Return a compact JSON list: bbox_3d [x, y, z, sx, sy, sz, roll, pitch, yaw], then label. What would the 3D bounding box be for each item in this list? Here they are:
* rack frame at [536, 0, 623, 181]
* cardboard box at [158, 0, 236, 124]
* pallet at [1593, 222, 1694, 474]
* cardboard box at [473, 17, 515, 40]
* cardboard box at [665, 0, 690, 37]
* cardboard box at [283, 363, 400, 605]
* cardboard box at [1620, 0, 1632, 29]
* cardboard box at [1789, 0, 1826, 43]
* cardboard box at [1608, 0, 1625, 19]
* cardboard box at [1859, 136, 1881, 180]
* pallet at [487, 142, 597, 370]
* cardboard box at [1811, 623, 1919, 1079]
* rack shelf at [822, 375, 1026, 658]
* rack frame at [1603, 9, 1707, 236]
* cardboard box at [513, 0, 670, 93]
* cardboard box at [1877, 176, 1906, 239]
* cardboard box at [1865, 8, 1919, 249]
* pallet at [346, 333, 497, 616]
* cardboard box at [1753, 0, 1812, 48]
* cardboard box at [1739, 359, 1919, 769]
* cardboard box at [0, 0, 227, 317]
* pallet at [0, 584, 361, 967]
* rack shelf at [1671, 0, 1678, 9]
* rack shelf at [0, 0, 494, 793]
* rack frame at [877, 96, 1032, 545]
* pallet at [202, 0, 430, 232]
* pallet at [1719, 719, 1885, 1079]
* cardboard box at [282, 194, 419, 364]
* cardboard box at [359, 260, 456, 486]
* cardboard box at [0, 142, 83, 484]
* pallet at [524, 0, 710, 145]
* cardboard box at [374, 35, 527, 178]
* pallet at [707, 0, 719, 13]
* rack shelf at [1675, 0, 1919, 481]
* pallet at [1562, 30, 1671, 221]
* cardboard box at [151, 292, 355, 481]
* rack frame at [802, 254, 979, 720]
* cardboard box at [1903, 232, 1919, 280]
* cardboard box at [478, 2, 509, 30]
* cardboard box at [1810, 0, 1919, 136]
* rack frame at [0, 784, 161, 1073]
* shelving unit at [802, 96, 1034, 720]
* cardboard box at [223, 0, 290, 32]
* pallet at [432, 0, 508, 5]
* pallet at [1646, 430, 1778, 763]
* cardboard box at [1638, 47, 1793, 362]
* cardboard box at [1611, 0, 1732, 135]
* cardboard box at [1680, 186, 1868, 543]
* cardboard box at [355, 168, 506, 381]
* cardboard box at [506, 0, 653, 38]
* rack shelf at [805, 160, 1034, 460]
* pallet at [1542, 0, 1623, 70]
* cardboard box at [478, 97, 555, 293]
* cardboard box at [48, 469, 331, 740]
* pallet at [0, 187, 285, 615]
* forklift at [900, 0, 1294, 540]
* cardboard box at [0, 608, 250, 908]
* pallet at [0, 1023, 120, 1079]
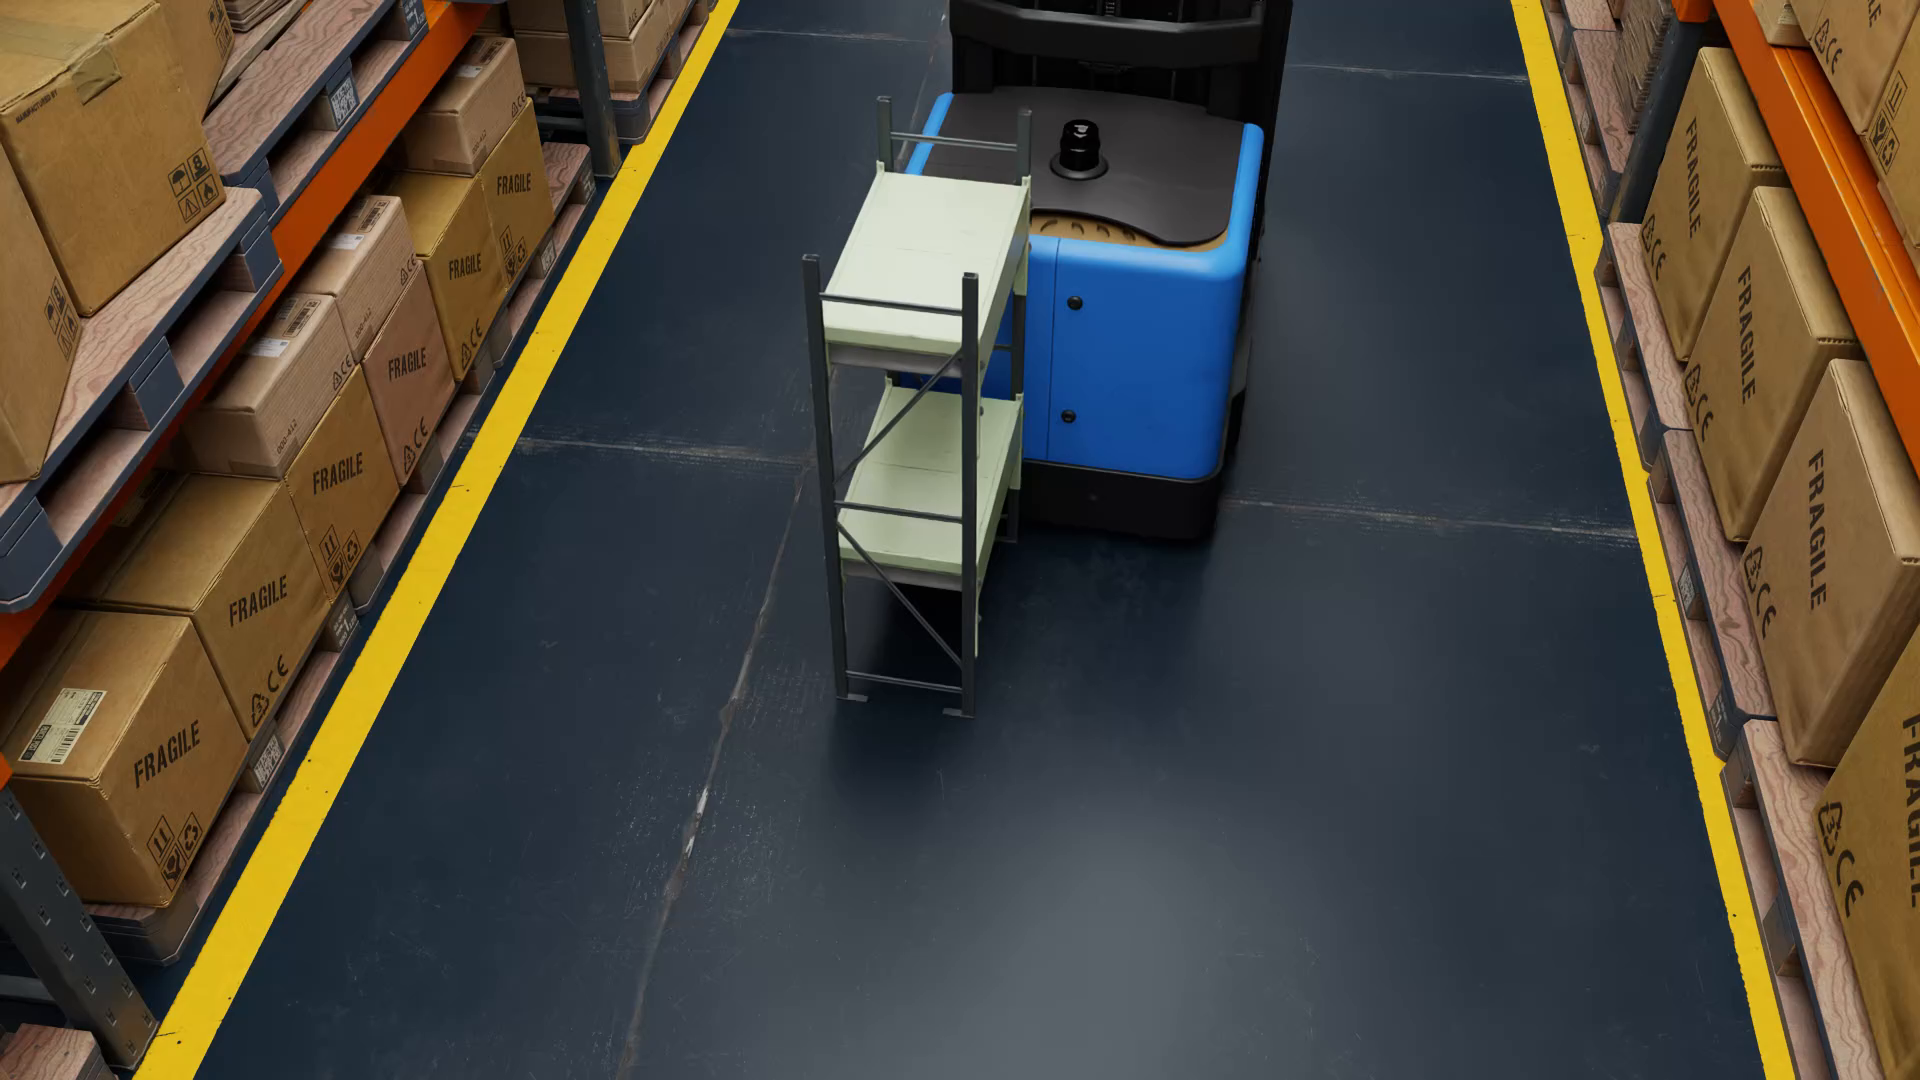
[{"bbox_3d":[-1.903,-2.647,5.864,1.000,3.000,0.127,5,44,6],"label":"rack frame"},{"bbox_3d":[-2.259,-1.319,4.084,0.700,0.500,0.500,-5,44,-5],"label":"cardboard box"},{"bbox_3d":[2.829,-0.656,5.790,1.003,0.211,1.213,5,44,6],"label":"pallet"},{"bbox_3d":[-2.075,-2.182,7.067,0.500,0.250,0.500,6,44,7],"label":"cardboard box"},{"bbox_3d":[-1.477,-2.474,7.376,0.500,0.250,0.500,4,44,4],"label":"cardboard box"},{"bbox_3d":[-1.993,-0.185,4.762,0.500,0.500,0.500,6,44,6],"label":"cardboard box"},{"bbox_3d":[3.235,-2.287,6.982,0.700,0.500,0.500,5,44,5],"label":"cardboard box"},{"bbox_3d":[2.612,-1.687,4.546,0.500,0.500,0.500,7,44,7],"label":"cardboard box"},{"bbox_3d":[3.272,-2.628,7.342,0.700,0.500,0.500,5,44,5],"label":"cardboard box"},{"bbox_3d":[2.592,-1.033,4.327,0.380,0.149,0.250,6,44,6],"label":"cardboard box"},{"bbox_3d":[-2.039,-1.129,6.289,1.003,0.211,1.213,5,44,6],"label":"pallet"},{"bbox_3d":[2.436,0.700,3.587,0.750,0.750,0.750,6,44,6],"label":"cardboard box"},{"bbox_3d":[-0.086,-0.079,4.716,0.431,0.370,0.720,8,44,8],"label":"rack shelf"},{"bbox_3d":[3.008,-2.199,5.391,1.000,3.000,0.127,5,44,6],"label":"rack frame"},{"bbox_3d":[-1.542,-2.131,7.014,0.500,0.250,0.500,5,44,5],"label":"cardboard box"},{"bbox_3d":[2.543,-0.866,4.151,0.380,0.149,0.250,5,44,6],"label":"cardboard box"},{"bbox_3d":[2.484,-0.993,3.814,0.500,0.500,0.500,6,44,7],"label":"cardboard box"},{"bbox_3d":[-2.203,-0.300,5.413,1.003,0.211,1.213,5,44,6],"label":"pallet"},{"bbox_3d":[2.574,-1.568,4.892,0.380,0.149,0.250,6,44,7],"label":"cardboard box"},{"bbox_3d":[2.551,0.094,4.227,0.750,0.750,0.750,6,44,7],"label":"cardboard box"},{"bbox_3d":[-2.119,-0.887,3.627,0.700,0.500,0.500,12,45,12],"label":"cardboard box"},{"bbox_3d":[-2.362,0.534,4.533,1.003,0.211,1.213,5,44,6],"label":"pallet"},{"bbox_3d":[3.272,-3.301,7.078,1.077,0.370,4.000,5,44,6],"label":"rack shelf"},{"bbox_3d":[-2.167,-1.023,4.672,1.077,0.370,4.000,5,44,6],"label":"rack shelf"},{"bbox_3d":[-0.015,-0.563,4.751,0.400,1.500,0.023,8,44,8],"label":"rack frame"},{"bbox_3d":[-2.155,-1.252,4.530,1.003,0.211,1.213,5,44,6],"label":"pallet"},{"bbox_3d":[2.506,1.007,4.033,1.003,0.211,1.213,5,44,6],"label":"pallet"},{"bbox_3d":[-1.928,-0.776,4.841,0.500,0.250,0.500,4,44,5],"label":"cardboard box"},{"bbox_3d":[-1.926,-0.529,5.126,0.500,0.500,0.500,4,44,4],"label":"cardboard box"},{"bbox_3d":[-2.147,-0.412,3.126,0.700,0.500,0.500,-8,44,-9],"label":"cardboard box"},{"bbox_3d":[-1.755,-2.192,7.411,1.003,0.211,1.213,5,44,6],"label":"pallet"},{"bbox_3d":[-1.797,-1.474,5.578,0.500,0.250,0.500,7,44,7],"label":"cardboard box"},{"bbox_3d":[-1.592,-3.021,8.287,1.003,0.211,1.213,5,44,6],"label":"pallet"},{"bbox_3d":[2.743,-0.575,4.199,1.077,0.370,4.000,5,44,6],"label":"rack shelf"},{"bbox_3d":[3.113,-1.719,6.912,1.003,0.211,1.213,5,44,6],"label":"pallet"},{"bbox_3d":[-1.994,-0.434,4.480,0.500,0.250,0.500,5,44,6],"label":"cardboard box"},{"bbox_3d":[-0.156,-0.068,4.231,0.400,1.500,0.023,8,44,8],"label":"rack frame"},{"bbox_3d":[2.501,-0.687,3.962,0.380,0.149,0.250,7,44,7],"label":"cardboard box"},{"bbox_3d":[-2.078,-2.384,6.873,0.500,0.311,0.500,6,44,7],"label":"cardboard box"},{"bbox_3d":[2.545,-1.349,4.189,0.500,0.500,0.500,5,44,5],"label":"cardboard box"},{"bbox_3d":[-2.432,0.079,2.985,1.000,3.000,0.127,5,44,6],"label":"rack frame"},{"bbox_3d":[-0.086,-0.316,4.491,0.431,1.500,0.755,8,44,8],"label":"shelving unit"},{"bbox_3d":[-2.185,-1.790,4.581,0.700,0.500,0.500,13,45,13],"label":"cardboard box"},{"bbox_3d":[-1.923,-2.109,5.435,1.213,0.211,1.003,5,44,6],"label":"pallet"},{"bbox_3d":[2.665,0.173,4.914,1.003,0.211,1.213,5,44,6],"label":"pallet"},{"bbox_3d":[2.781,-1.082,5.469,0.750,0.750,0.750,5,44,5],"label":"cardboard box"},{"bbox_3d":[3.051,-1.947,6.622,0.700,0.500,0.500,6,44,6],"label":"cardboard box"},{"bbox_3d":[2.658,-0.486,4.839,0.750,0.750,0.750,5,44,5],"label":"cardboard box"},{"bbox_3d":[-1.863,-0.888,5.504,0.500,0.500,0.500,4,44,4],"label":"cardboard box"},{"bbox_3d":[-1.542,-2.335,6.821,0.500,0.311,0.500,7,44,7],"label":"cardboard box"},{"bbox_3d":[-0.086,-0.598,4.222,0.431,0.370,0.720,8,44,8],"label":"rack shelf"},{"bbox_3d":[3.276,-2.548,7.788,1.003,0.211,1.213,5,44,6],"label":"pallet"},{"bbox_3d":[-1.794,-1.240,5.876,0.500,0.500,0.500,7,44,7],"label":"cardboard box"},{"bbox_3d":[-2.067,0.155,4.403,0.500,0.500,0.500,6,44,6],"label":"cardboard box"},{"bbox_3d":[-2.218,-0.386,3.616,1.003,0.211,1.213,5,44,6],"label":"pallet"},{"bbox_3d":[0.566,-2.089,5.325,1.130,2.935,3.031,8,44,8],"label":"forklift"},{"bbox_3d":[-2.126,0.519,4.018,0.500,0.500,0.500,3,44,4],"label":"cardboard box"},{"bbox_3d":[-2.523,1.560,3.449,1.003,0.211,1.213,5,44,6],"label":"pallet"}]
